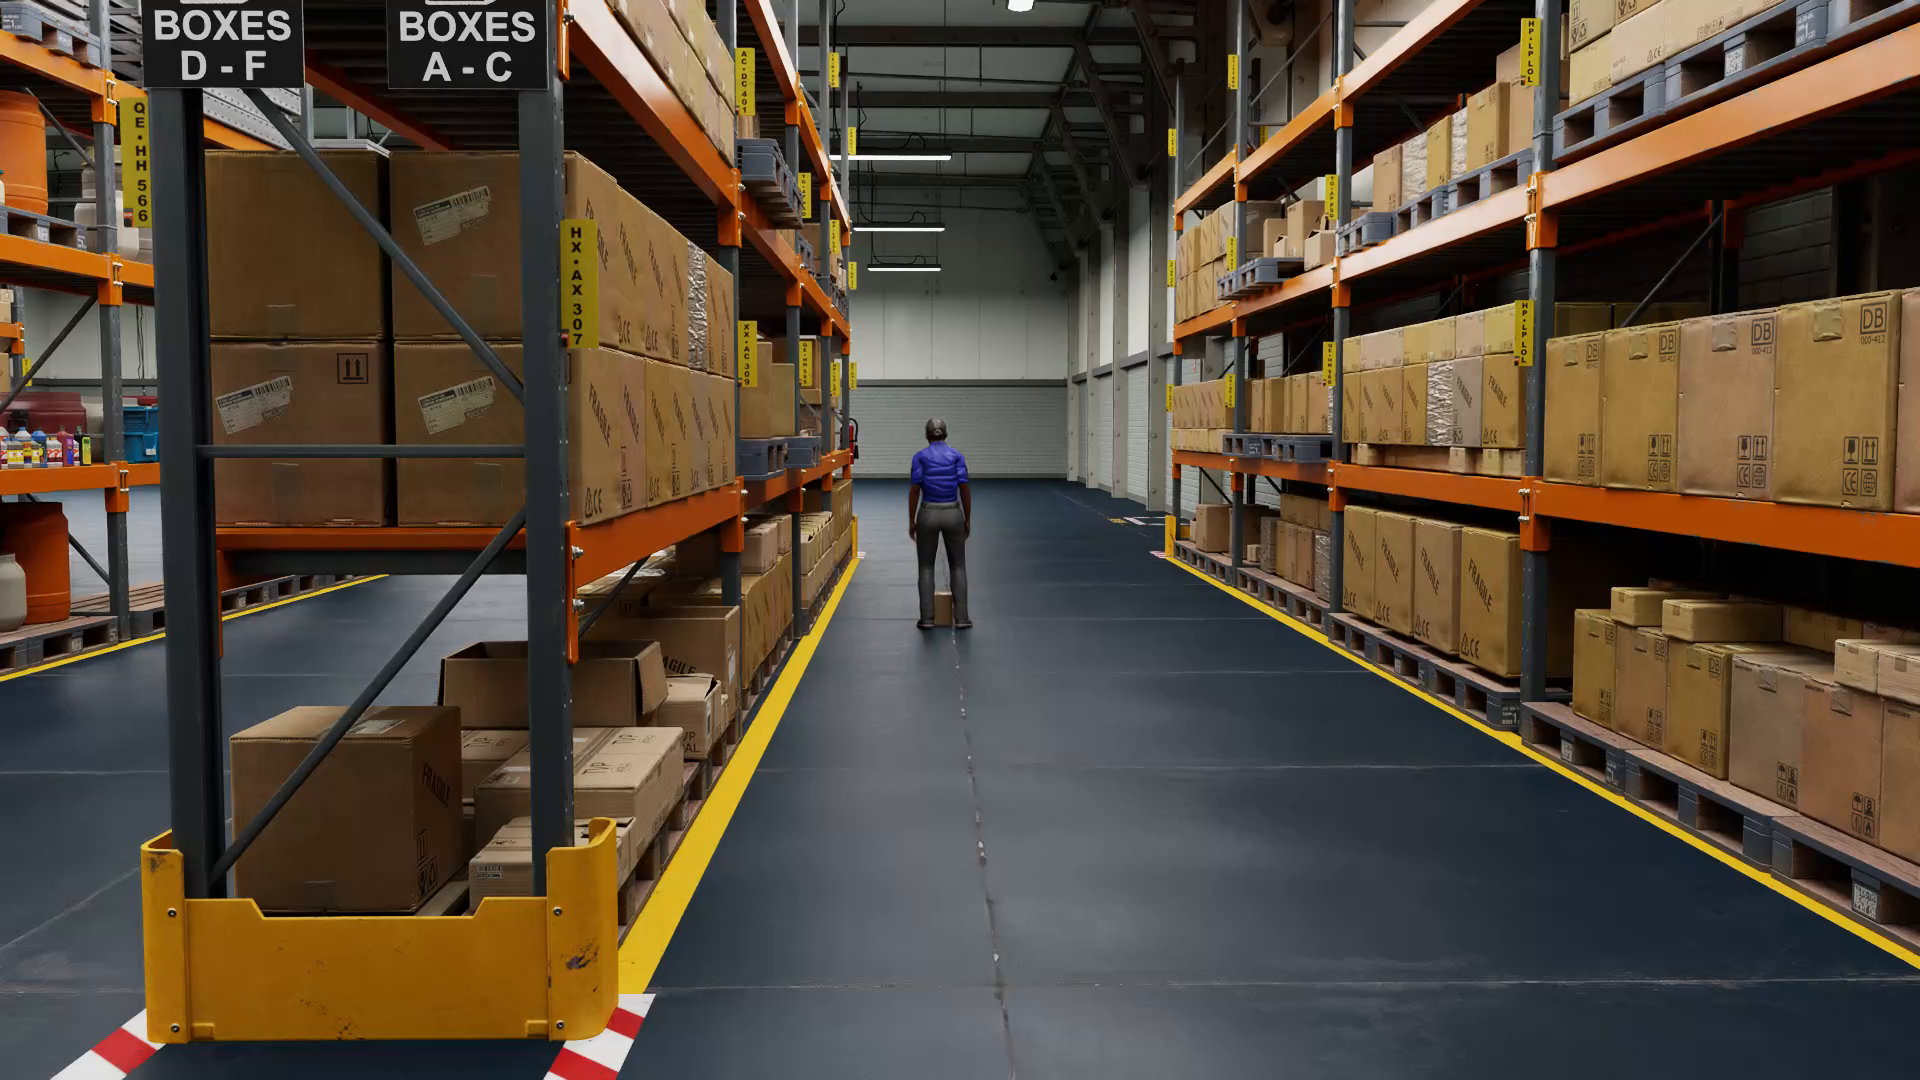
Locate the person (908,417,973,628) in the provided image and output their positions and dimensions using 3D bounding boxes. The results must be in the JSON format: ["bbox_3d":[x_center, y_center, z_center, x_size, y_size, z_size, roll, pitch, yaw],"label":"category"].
[{"bbox_3d":[-0.148,-0.134,13.037,0.519,1.653,0.349,0,4,-5],"label":"person"}]
